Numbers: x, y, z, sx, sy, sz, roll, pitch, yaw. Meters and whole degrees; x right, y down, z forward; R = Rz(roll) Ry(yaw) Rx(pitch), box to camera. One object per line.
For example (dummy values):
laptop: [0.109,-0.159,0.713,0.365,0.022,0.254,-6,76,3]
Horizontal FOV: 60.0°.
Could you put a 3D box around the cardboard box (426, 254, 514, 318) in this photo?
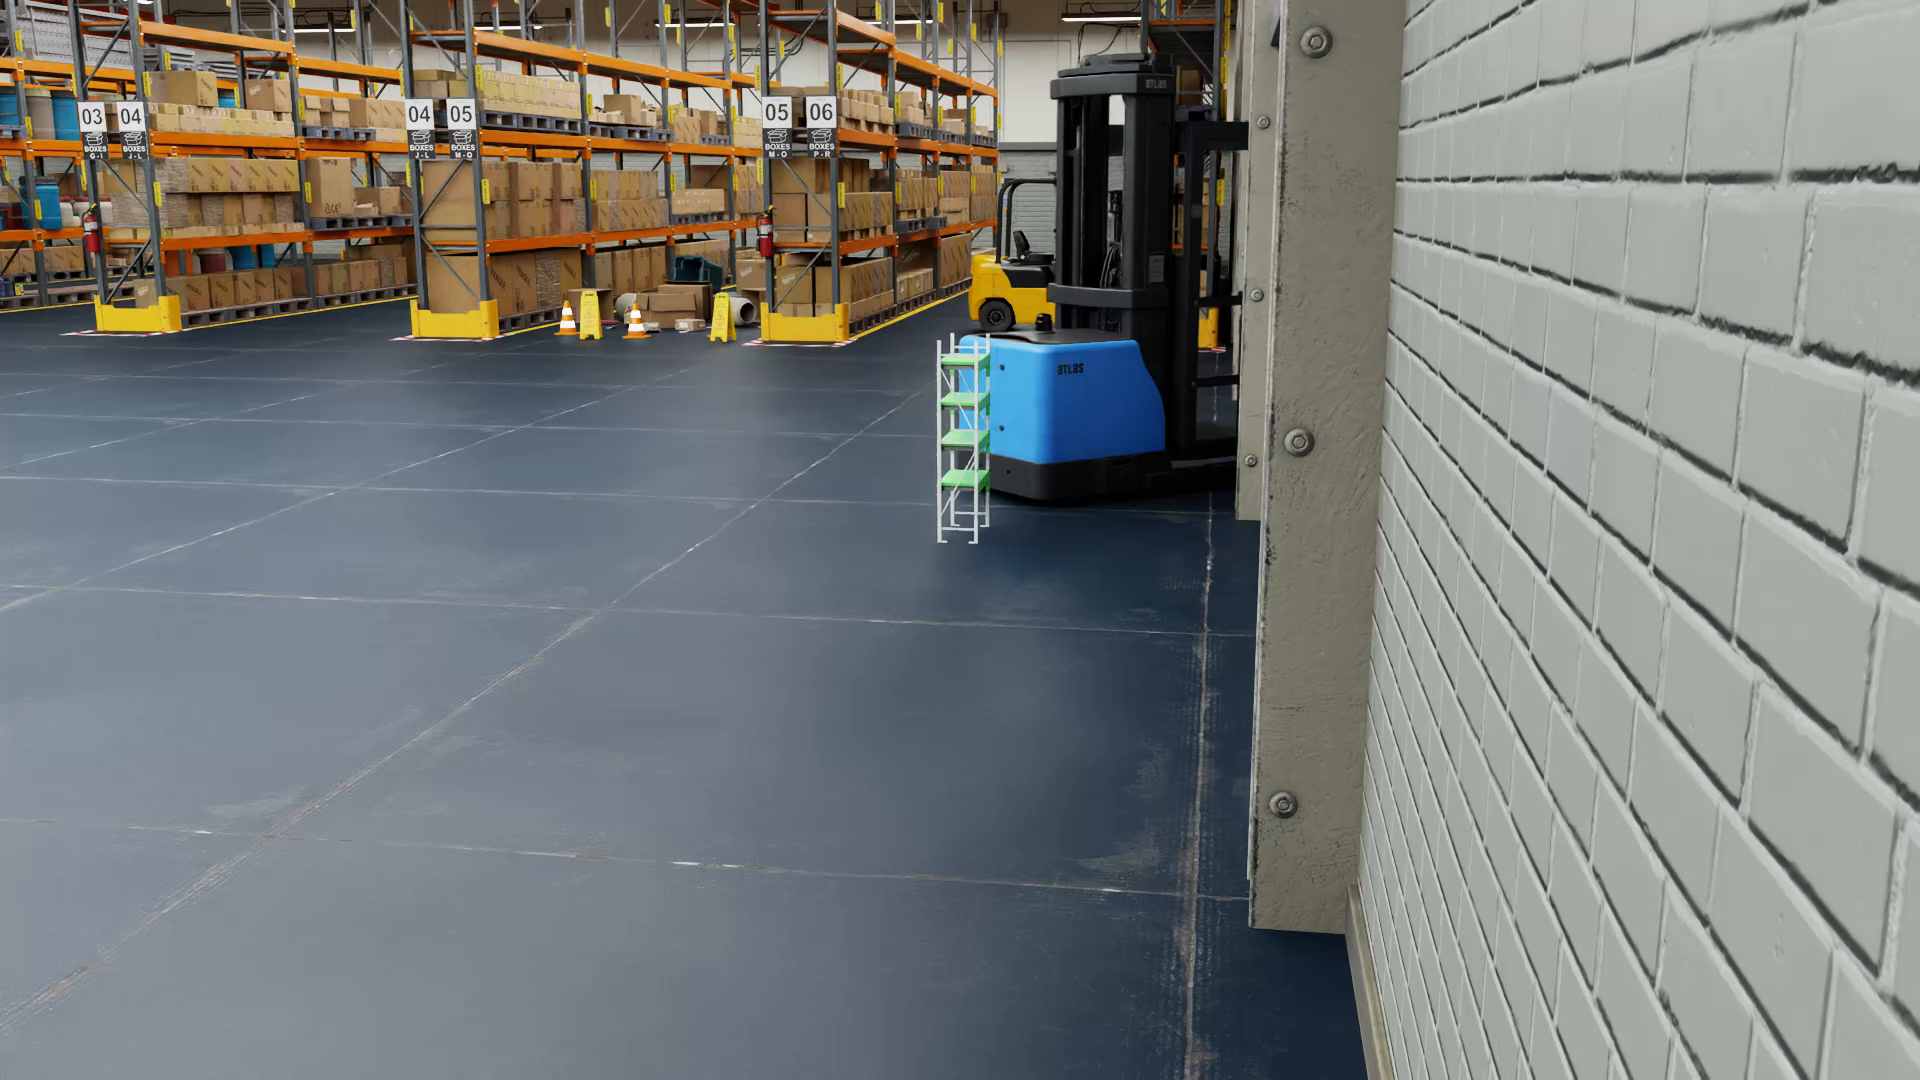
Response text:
cardboard box: [-6.984,-3.624,23.736,0.875,0.875,0.875,2,12,9]

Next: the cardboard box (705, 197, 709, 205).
cardboard box: [-5.203,-6.733,33.010,0.380,0.149,0.250,1,12,6]

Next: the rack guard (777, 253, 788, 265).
rack guard: [-4.574,-6.407,38.537,1.175,0.500,0.348,2,12,9]

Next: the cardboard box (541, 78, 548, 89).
cardboard box: [-6.344,-6.785,24.707,0.380,0.149,0.250,2,12,8]

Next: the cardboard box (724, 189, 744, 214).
cardboard box: [-4.853,-7.101,34.882,0.500,0.500,0.500,2,12,8]

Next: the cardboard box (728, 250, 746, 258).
cardboard box: [-4.811,-6.144,35.742,0.380,0.149,0.250,2,12,7]

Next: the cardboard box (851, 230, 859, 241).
cardboard box: [-1.630,-4.273,23.297,0.380,0.149,0.250,2,12,10]

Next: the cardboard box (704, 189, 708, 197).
cardboard box: [-5.210,-6.880,32.986,0.380,0.149,0.250,1,12,7]

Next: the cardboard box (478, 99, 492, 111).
cardboard box: [-6.654,-5.973,22.831,0.380,0.149,0.250,2,12,9]

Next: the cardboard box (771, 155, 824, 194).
cardboard box: [-2.254,-4.971,22.624,0.700,0.500,0.500,2,12,7]

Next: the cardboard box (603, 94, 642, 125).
cardboard box: [-5.784,-7.378,28.517,0.500,0.500,0.500,2,12,9]

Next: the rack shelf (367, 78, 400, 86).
rack shelf: [-10.371,-8.963,32.880,1.077,0.370,4.000,2,12,9]

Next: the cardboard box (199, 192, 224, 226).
cardboard box: [-11.719,-5.014,25.198,0.875,0.500,0.500,2,12,9]

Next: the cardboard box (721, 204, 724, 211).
cardboard box: [-5.043,-6.806,34.052,0.380,0.149,0.250,2,12,7]

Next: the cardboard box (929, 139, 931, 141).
cardboard box: [-0.727,-7.111,29.347,0.380,0.149,0.250,2,12,9]

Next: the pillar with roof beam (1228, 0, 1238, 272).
pillar with roof beam: [2.301,-10.950,39.442,9.100,9.000,0.548,2,12,9]

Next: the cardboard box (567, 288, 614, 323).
cardboard box: [-5.633,-3.570,25.365,0.500,0.500,0.500,4,13,18]

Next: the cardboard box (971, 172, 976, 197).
cardboard box: [0.041,-7.302,34.144,0.500,0.500,0.500,2,12,9]

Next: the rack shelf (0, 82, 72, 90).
rack shelf: [-20.159,-9.285,34.373,1.077,0.370,4.000,2,12,9]

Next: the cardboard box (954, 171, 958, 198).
cardboard box: [-0.326,-6.788,31.761,0.500,0.500,0.500,2,12,10]

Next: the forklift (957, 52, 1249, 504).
forklift: [1.483,-1.885,11.782,3.031,2.935,1.130,-8,15,-34]

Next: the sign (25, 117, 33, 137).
sign: [-15.646,-6.940,27.933,0.100,0.325,0.005,2,12,9]

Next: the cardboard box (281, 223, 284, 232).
cardboard box: [-11.182,-5.050,26.901,0.380,0.149,0.250,2,12,9]

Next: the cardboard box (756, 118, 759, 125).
cardboard box: [-4.582,-9.079,36.104,0.380,0.149,0.250,2,12,7]

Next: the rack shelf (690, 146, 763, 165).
rack shelf: [-4.870,-8.343,36.175,1.077,0.370,4.000,2,12,9]

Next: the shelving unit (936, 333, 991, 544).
shelving unit: [0.025,-0.621,10.027,0.258,1.200,0.503,2,12,9]

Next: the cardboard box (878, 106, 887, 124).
cardboard box: [-1.380,-6.340,24.822,0.500,0.250,0.500,2,12,8]

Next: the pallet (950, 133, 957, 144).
pallet: [-0.671,-7.583,31.387,1.003,0.211,1.213,2,12,11]

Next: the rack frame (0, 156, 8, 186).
rack frame: [-24.131,-8.308,41.424,1.000,3.000,0.127,2,12,9]

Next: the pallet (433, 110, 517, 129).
pallet: [-6.920,-5.892,23.303,1.003,0.211,1.213,2,12,9]

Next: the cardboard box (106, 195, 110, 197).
cardboard box: [-19.428,-7.569,37.755,0.500,0.500,0.500,2,12,10]

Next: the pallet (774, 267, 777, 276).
pallet: [-4.734,-6.098,37.788,1.003,0.211,1.213,2,12,9]

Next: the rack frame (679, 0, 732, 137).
rack frame: [-5.178,-9.745,33.851,1.000,3.000,0.127,2,12,9]

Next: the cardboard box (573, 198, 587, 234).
cardboard box: [-6.453,-5.143,26.382,0.875,0.550,0.550,2,12,9]

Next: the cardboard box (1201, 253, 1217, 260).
cardboard box: [4.407,-5.079,29.838,0.380,0.149,0.250,3,12,12]

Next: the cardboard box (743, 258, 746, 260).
cardboard box: [-4.809,-5.998,35.769,0.380,0.149,0.250,1,12,6]

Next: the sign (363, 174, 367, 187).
sign: [-11.227,-6.745,31.421,0.100,0.325,0.005,2,12,9]

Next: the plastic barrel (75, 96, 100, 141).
plastic barrel: [-16.014,-7.698,30.454,0.600,0.830,0.708,2,12,9]

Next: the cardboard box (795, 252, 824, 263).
cardboard box: [-2.177,-4.081,24.018,0.380,0.149,0.250,2,12,11]

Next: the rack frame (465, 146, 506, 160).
rack frame: [-10.063,-6.994,35.326,1.000,3.000,0.127,2,12,9]

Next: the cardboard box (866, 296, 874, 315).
cardboard box: [-1.562,-3.415,24.249,0.500,0.250,0.500,3,12,12]

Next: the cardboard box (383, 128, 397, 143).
cardboard box: [-10.572,-7.344,30.185,0.500,0.250,0.500,2,12,8]

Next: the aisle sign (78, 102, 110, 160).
aisle sign: [-12.215,-5.764,23.447,0.394,0.787,0.004,2,12,9]

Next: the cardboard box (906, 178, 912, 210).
cardboard box: [-1.070,-5.600,26.917,0.500,0.500,0.500,2,12,9]

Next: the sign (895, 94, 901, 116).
sign: [-0.964,-6.711,25.664,0.100,0.325,0.005,2,12,9]

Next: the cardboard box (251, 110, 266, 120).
cardboard box: [-11.160,-6.674,26.129,0.380,0.149,0.250,1,12,7]

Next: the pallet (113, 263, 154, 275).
pallet: [-19.559,-6.350,38.958,1.003,0.211,1.213,2,12,9]

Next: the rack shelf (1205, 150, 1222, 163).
rack shelf: [4.326,-7.211,30.922,1.077,0.370,4.000,2,12,9]

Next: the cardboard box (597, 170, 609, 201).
cardboard box: [-6.261,-5.895,27.617,0.700,0.500,0.500,2,12,8]

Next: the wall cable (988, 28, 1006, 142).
wall cable: [0.940,-11.631,42.605,0.463,3.000,0.029,2,12,9]

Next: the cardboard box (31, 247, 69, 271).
cardboard box: [-19.728,-6.094,36.040,0.500,0.500,0.500,2,12,9]

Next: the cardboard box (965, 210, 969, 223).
cardboard box: [-0.091,-6.498,33.381,0.500,0.250,0.500,2,12,7]

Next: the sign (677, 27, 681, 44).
sign: [-5.711,-10.262,33.844,0.100,0.325,0.005,2,12,9]
